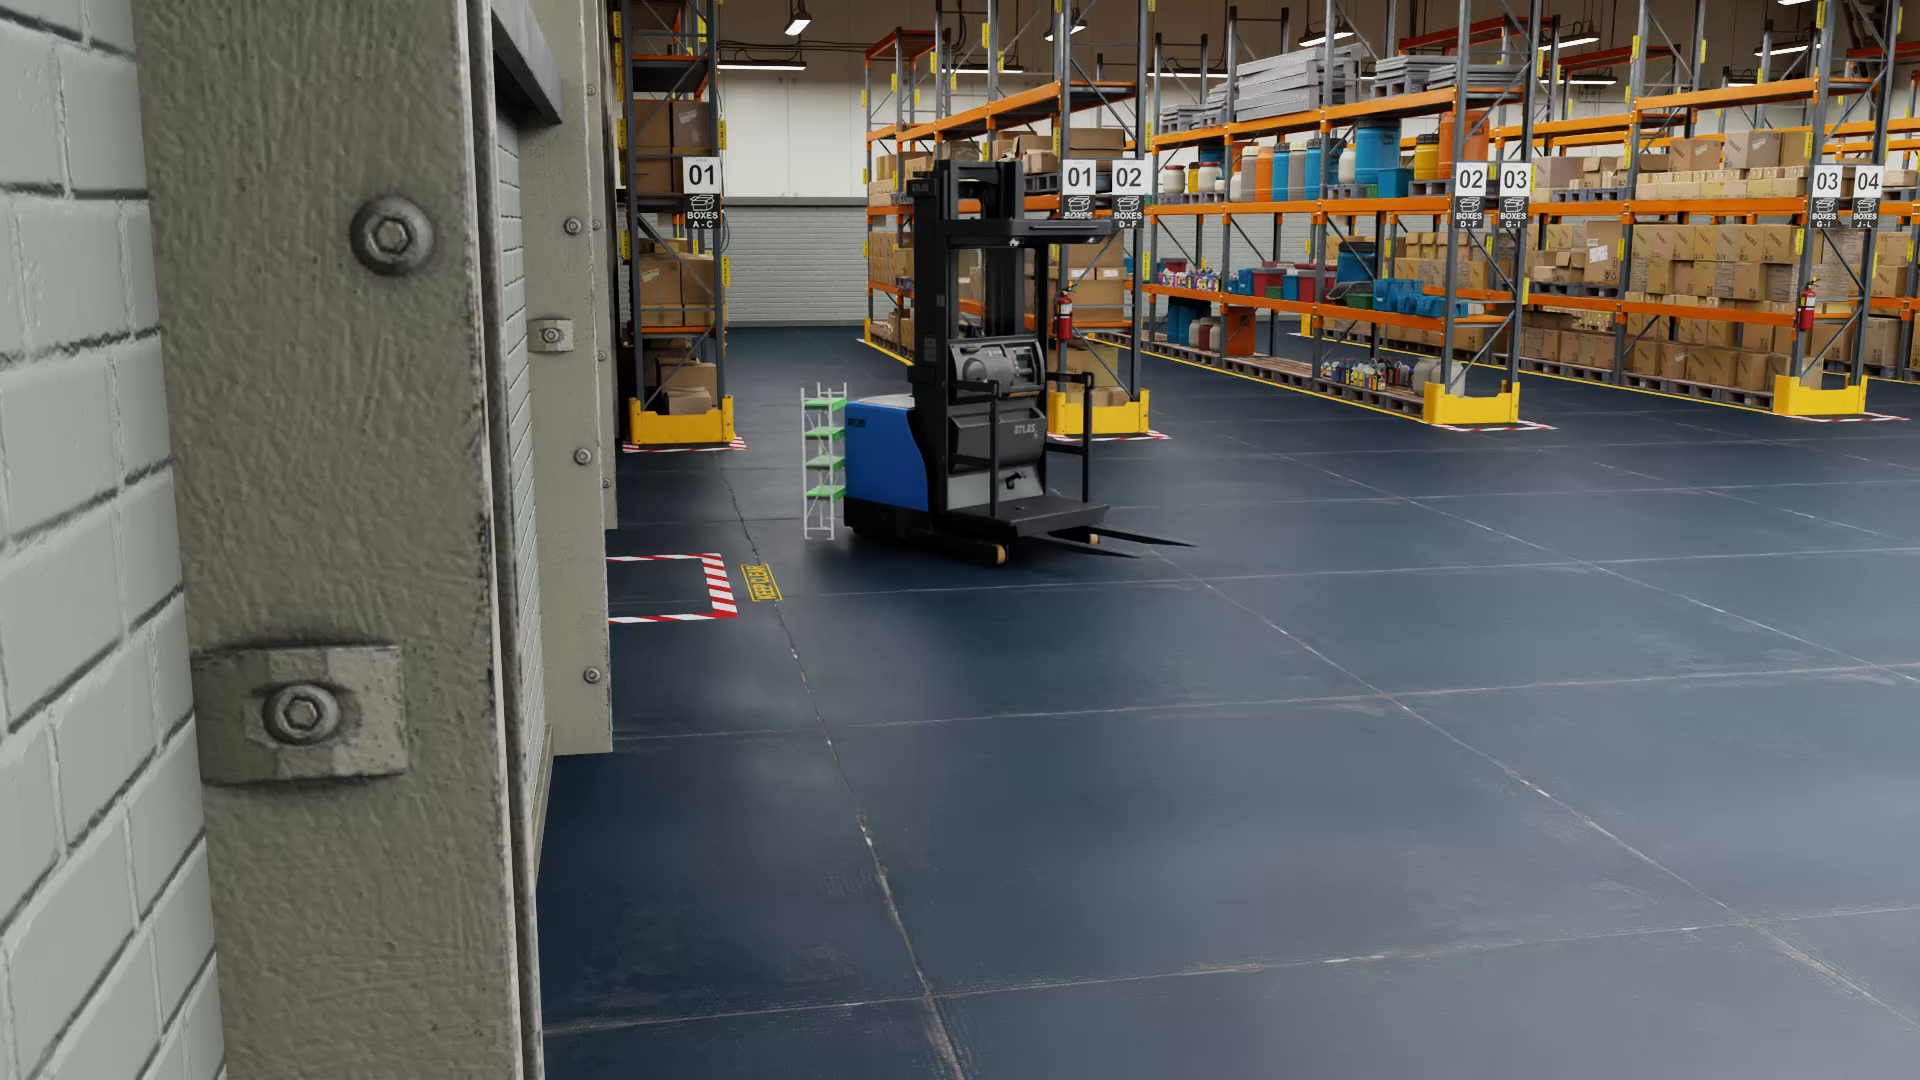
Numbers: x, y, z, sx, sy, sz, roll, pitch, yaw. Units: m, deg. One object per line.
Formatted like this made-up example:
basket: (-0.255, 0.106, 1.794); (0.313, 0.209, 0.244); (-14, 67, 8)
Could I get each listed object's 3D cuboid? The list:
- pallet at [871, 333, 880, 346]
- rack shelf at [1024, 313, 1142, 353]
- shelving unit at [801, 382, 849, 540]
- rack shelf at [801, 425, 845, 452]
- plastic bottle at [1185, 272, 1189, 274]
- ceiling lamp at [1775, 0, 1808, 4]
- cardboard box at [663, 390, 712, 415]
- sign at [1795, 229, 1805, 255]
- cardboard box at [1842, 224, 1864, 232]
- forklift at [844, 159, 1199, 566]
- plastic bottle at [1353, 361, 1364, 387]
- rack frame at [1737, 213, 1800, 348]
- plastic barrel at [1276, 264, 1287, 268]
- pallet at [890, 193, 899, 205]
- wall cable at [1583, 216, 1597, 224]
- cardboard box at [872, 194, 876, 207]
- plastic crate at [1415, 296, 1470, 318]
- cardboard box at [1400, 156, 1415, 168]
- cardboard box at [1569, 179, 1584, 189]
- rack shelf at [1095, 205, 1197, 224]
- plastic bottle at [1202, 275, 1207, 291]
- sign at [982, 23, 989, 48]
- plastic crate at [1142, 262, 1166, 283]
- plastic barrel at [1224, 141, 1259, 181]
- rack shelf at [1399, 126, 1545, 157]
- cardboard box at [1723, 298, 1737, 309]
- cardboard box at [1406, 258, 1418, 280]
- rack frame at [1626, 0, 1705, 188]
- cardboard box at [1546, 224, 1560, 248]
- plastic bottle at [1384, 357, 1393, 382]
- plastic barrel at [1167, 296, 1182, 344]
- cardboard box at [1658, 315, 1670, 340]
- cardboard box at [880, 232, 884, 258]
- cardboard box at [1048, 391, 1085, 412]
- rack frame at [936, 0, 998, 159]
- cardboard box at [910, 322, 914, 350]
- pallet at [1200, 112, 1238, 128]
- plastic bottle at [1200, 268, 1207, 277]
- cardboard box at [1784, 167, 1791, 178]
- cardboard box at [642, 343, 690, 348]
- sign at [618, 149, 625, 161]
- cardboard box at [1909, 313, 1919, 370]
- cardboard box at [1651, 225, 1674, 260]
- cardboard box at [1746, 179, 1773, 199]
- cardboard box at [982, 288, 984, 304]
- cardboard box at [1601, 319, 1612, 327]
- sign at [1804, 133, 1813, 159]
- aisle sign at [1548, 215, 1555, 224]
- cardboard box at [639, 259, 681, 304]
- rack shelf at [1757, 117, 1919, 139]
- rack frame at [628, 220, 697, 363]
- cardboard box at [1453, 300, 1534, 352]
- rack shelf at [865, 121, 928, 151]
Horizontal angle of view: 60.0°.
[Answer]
pallet: (-1.275, -4.186, 34.625); (1.003, 0.211, 1.213); (-2, 11, -11)
rack shelf: (1.277, -2.795, 21.783); (1.077, 0.370, 4.000); (-2, 11, -11)
shelving unit: (-1.081, -0.643, 13.362); (0.258, 1.200, 0.503); (2, 11, 10)
rack shelf: (-1.081, -0.816, 13.329); (0.258, 0.148, 0.480); (2, 11, 10)
plastic bottle: (4.237, -4.838, 30.924); (0.152, 0.276, 0.135); (-2, 11, -11)
ceiling lamp: (13.335, -9.765, 24.822); (0.800, 3.185, 2.000); (-2, 11, -11)
cardboard box: (-3.239, -1.626, 19.732); (0.500, 0.311, 0.500); (-3, 11, -17)
sign: (10.835, -3.849, 21.453); (0.100, 0.325, 0.005); (-2, 11, -11)
cardboard box: (18.964, -6.629, 35.324); (0.380, 0.149, 0.250); (-2, 11, -12)
forklift: (0.431, -1.353, 12.466); (1.130, 2.935, 3.031); (-10, 15, -42)
plastic bottle: (5.617, -2.334, 23.343); (0.144, 0.351, 0.185); (-2, 11, -11)
rack frame: (14.713, -4.770, 30.237); (1.000, 3.000, 0.127); (-2, 11, -11)
plastic barrel: (5.379, -4.302, 27.479); (0.421, 0.512, 0.421); (0, 11, 0)
pallet: (-0.610, -6.241, 30.447); (1.213, 0.211, 1.003); (-2, 11, -11)
wall cable: (16.873, -7.984, 44.320); (0.585, 1.953, 0.123); (-2, 11, -11)
cardboard box: (-1.511, -6.920, 33.912); (0.500, 0.250, 0.500); (-2, 11, -11)
plastic crate: (6.135, -2.969, 21.170); (0.499, 0.251, 0.616); (-2, 11, -11)
cardboard box: (8.873, -7.661, 33.740); (0.500, 0.250, 0.500); (-3, 11, -15)
cardboard box: (10.143, -5.780, 27.022); (0.380, 0.166, 0.250); (-2, 11, -13)
rack shelf: (3.803, -6.649, 34.008); (1.077, 0.370, 4.000); (-2, 11, -11)
plastic bottle: (4.347, -4.559, 29.473); (0.097, 0.271, 0.097); (0, 11, 0)
sign: (0.358, -6.938, 22.872); (0.100, 0.325, 0.005); (-2, 11, -11)
plastic crate: (3.766, -5.257, 32.675); (0.392, 0.384, 0.575); (-2, 11, -11)
plastic barrel: (4.862, -6.423, 28.628); (0.600, 0.830, 0.708); (-2, 11, -11)
rack shelf: (9.439, -7.372, 30.857); (1.077, 0.370, 4.000); (-2, 11, -11)
cardboard box: (10.867, -3.291, 23.137); (0.380, 0.149, 0.250); (-2, 11, -11)
cardboard box: (8.993, -5.206, 32.256); (0.500, 0.500, 0.500); (-2, 11, -11)
rack frame: (10.606, -6.822, 24.971); (1.000, 3.000, 0.127); (-2, 11, -11)
cardboard box: (13.167, -6.643, 36.341); (0.500, 0.500, 0.500); (-2, 11, -12)
plastic bottle: (6.193, -2.467, 24.042); (0.144, 0.351, 0.185); (-3, 11, -14)
plastic barrel: (4.281, -4.237, 31.924); (0.600, 0.901, 0.708); (-2, 11, -11)
cardboard box: (14.038, -4.144, 32.511); (0.500, 0.500, 0.500); (-2, 11, -10)
cardboard box: (-1.317, -5.885, 33.151); (0.500, 0.500, 0.500); (-2, 11, -12)
cardboard box: (1.272, -1.725, 20.466); (0.500, 0.250, 0.500); (-2, 11, -11)
rack frame: (0.110, -7.196, 26.936); (1.000, 3.000, 0.127); (-2, 11, -11)
cardboard box: (-0.608, -3.684, 30.037); (0.500, 0.500, 0.500); (-2, 11, -10)
pallet: (4.859, -7.220, 28.635); (1.213, 0.211, 1.003); (-2, 11, -11)
plastic bottle: (4.586, -4.942, 31.270); (0.144, 0.351, 0.185); (-2, 11, -11)
cardboard box: (11.088, -4.828, 21.855); (0.380, 0.149, 0.250); (-2, 11, -13)
cardboard box: (-4.339, -2.645, 24.579); (0.700, 0.500, 0.500); (-2, 11, -10)
sign: (-4.514, -5.235, 22.218); (0.100, 0.325, 0.005); (-2, 11, -11)
cardboard box: (15.544, -3.081, 25.922); (0.875, 0.875, 0.875); (-2, 11, -10)
cardboard box: (10.543, -4.378, 24.438); (0.500, 0.500, 0.500); (-2, 11, -11)
cardboard box: (10.941, -4.712, 22.308); (0.500, 0.250, 0.500); (-2, 11, -11)
cardboard box: (0.537, -3.604, 24.467); (0.396, 0.266, 0.258); (-2, 11, -12)
cardboard box: (13.562, -4.502, 34.533); (0.380, 0.149, 0.250); (-2, 11, -10)
sign: (10.835, -5.033, 21.227); (0.100, 0.325, 0.005); (-2, 11, -11)
aisle sign: (13.437, -7.539, 37.830); (0.394, 0.787, 0.004); (-2, 11, -11)
cardboard box: (-3.493, -2.984, 19.194); (0.500, 0.500, 0.500); (-2, 11, -12)
rack shelf: (15.102, -6.801, 27.853); (1.077, 0.370, 4.000); (-2, 11, -11)
rack frame: (-4.748, -4.068, 26.547); (1.000, 3.000, 0.127); (-2, 11, -11)
cardboard box: (9.714, -3.898, 30.215); (1.225, 0.875, 0.875); (-3, 11, -14)
rack shelf: (-1.057, -7.941, 32.785); (1.077, 0.370, 4.000); (-2, 11, -11)
